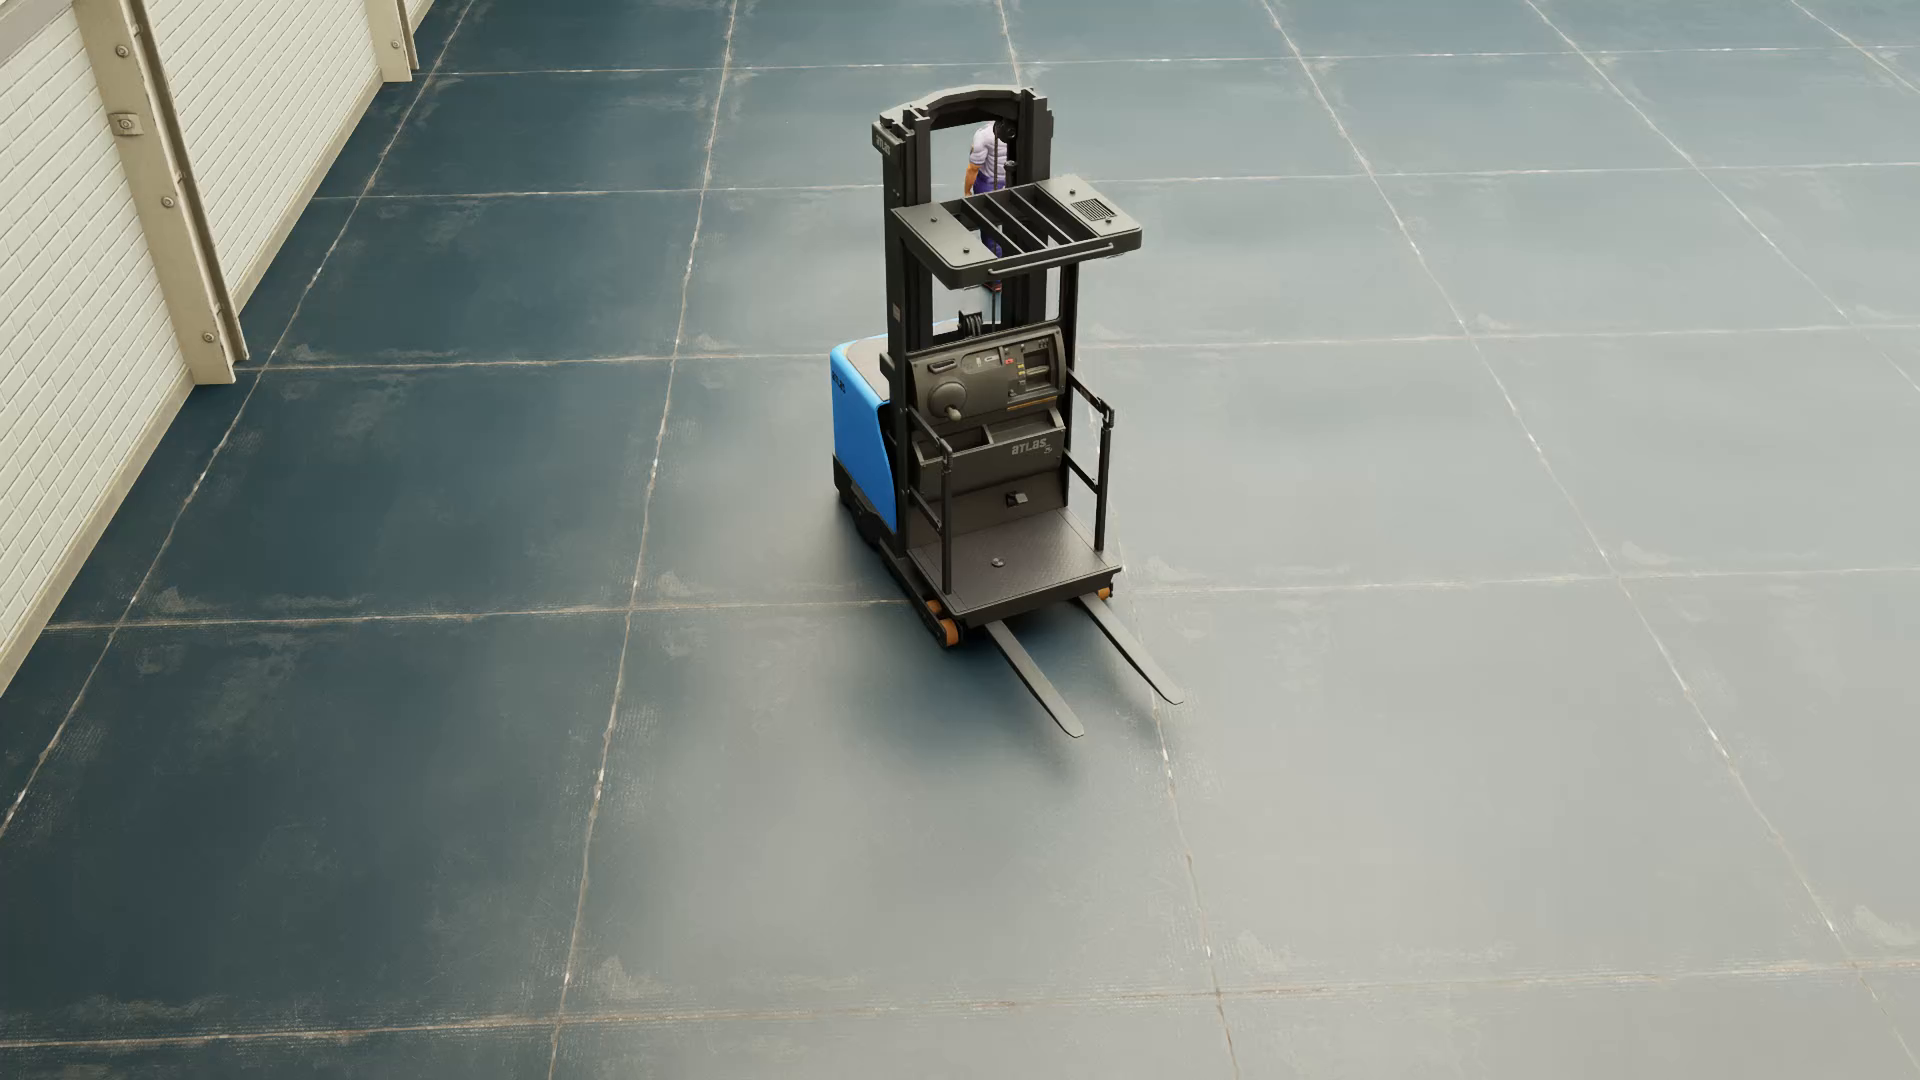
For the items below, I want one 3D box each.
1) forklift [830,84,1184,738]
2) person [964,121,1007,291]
[{"bbox_3d":[0.258,-0.860,9.192,1.130,2.935,3.031,-15,39,-20],"label":"forklift"},{"bbox_3d":[0.300,-2.721,12.823,0.598,1.651,0.504,-10,37,-13],"label":"person"}]
